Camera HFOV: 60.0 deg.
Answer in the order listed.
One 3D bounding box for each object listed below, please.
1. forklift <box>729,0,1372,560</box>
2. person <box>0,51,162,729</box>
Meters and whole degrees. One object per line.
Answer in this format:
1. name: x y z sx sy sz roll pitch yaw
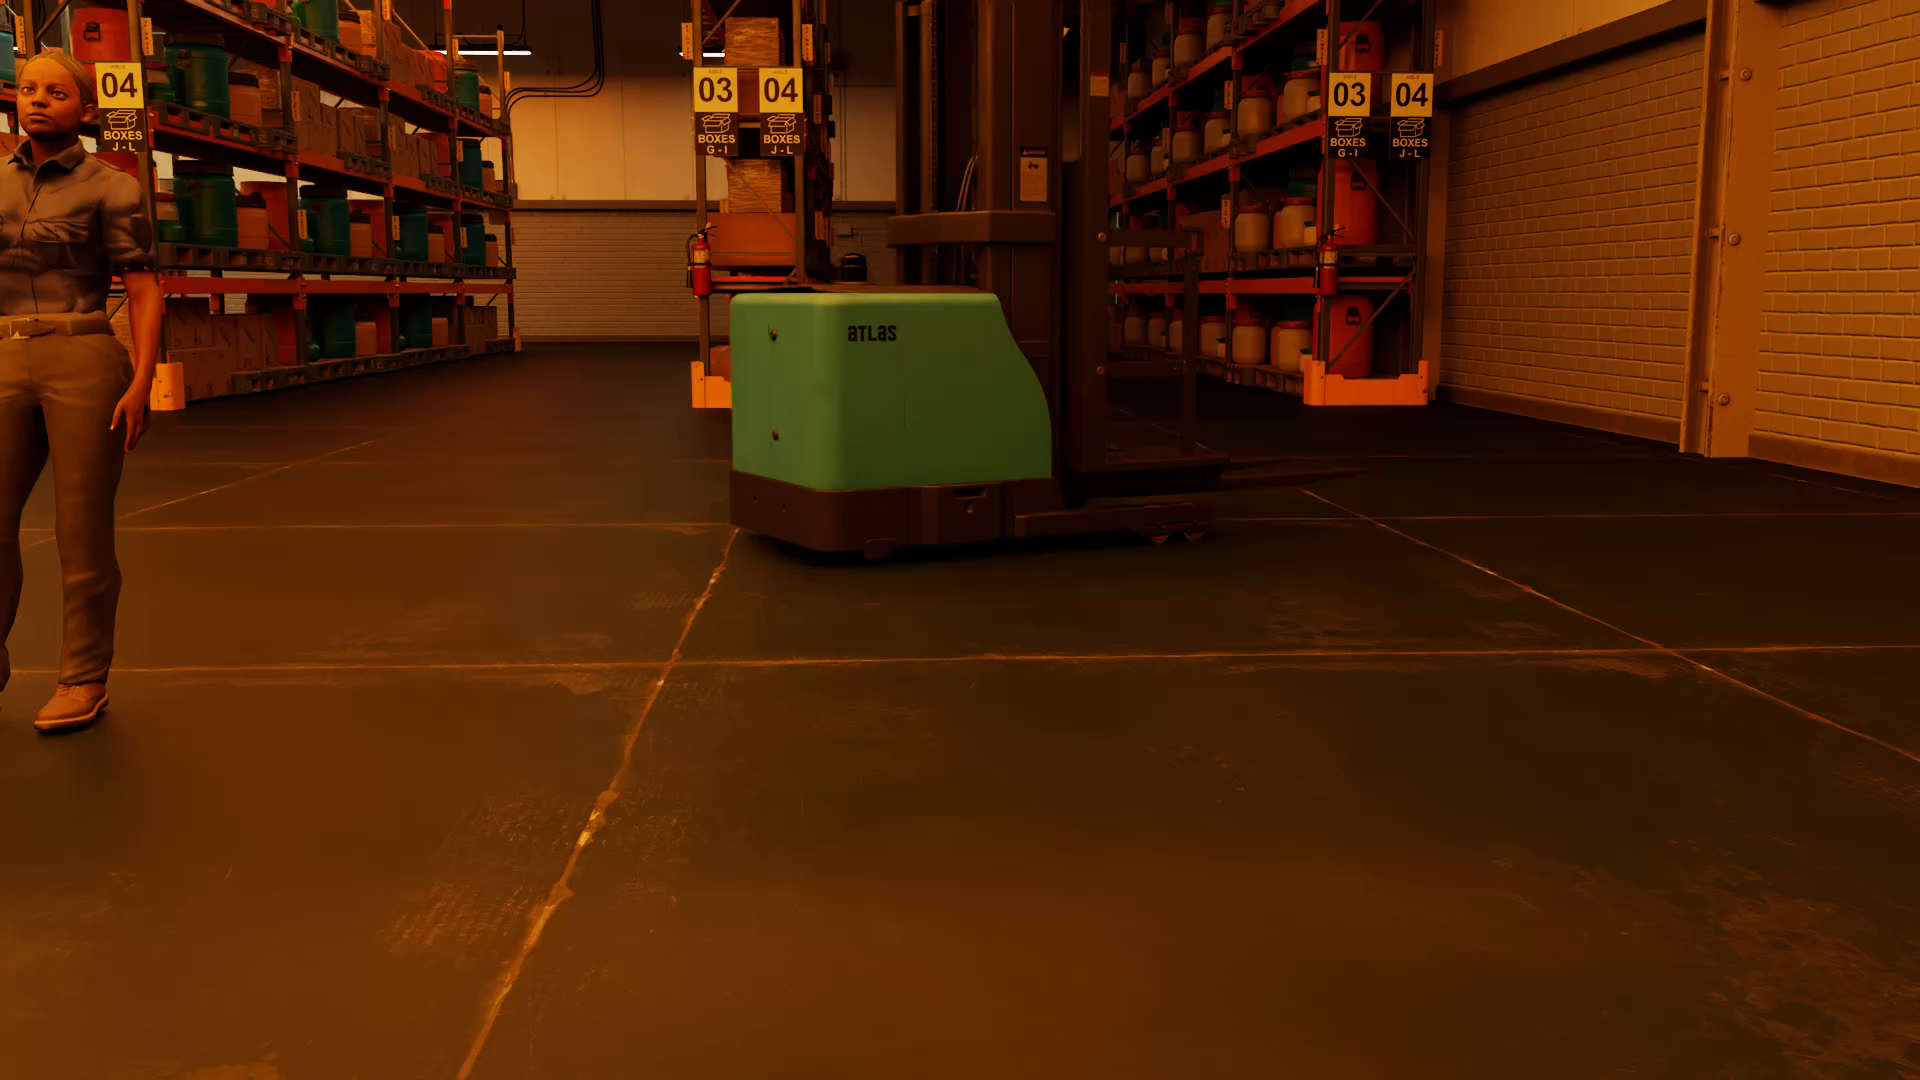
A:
1. forklift: 0.526 -1.502 7.449 3.031 2.935 1.130 -5 10 -29
2. person: -2.287 -0.365 4.084 0.569 1.654 0.504 0 8 1
